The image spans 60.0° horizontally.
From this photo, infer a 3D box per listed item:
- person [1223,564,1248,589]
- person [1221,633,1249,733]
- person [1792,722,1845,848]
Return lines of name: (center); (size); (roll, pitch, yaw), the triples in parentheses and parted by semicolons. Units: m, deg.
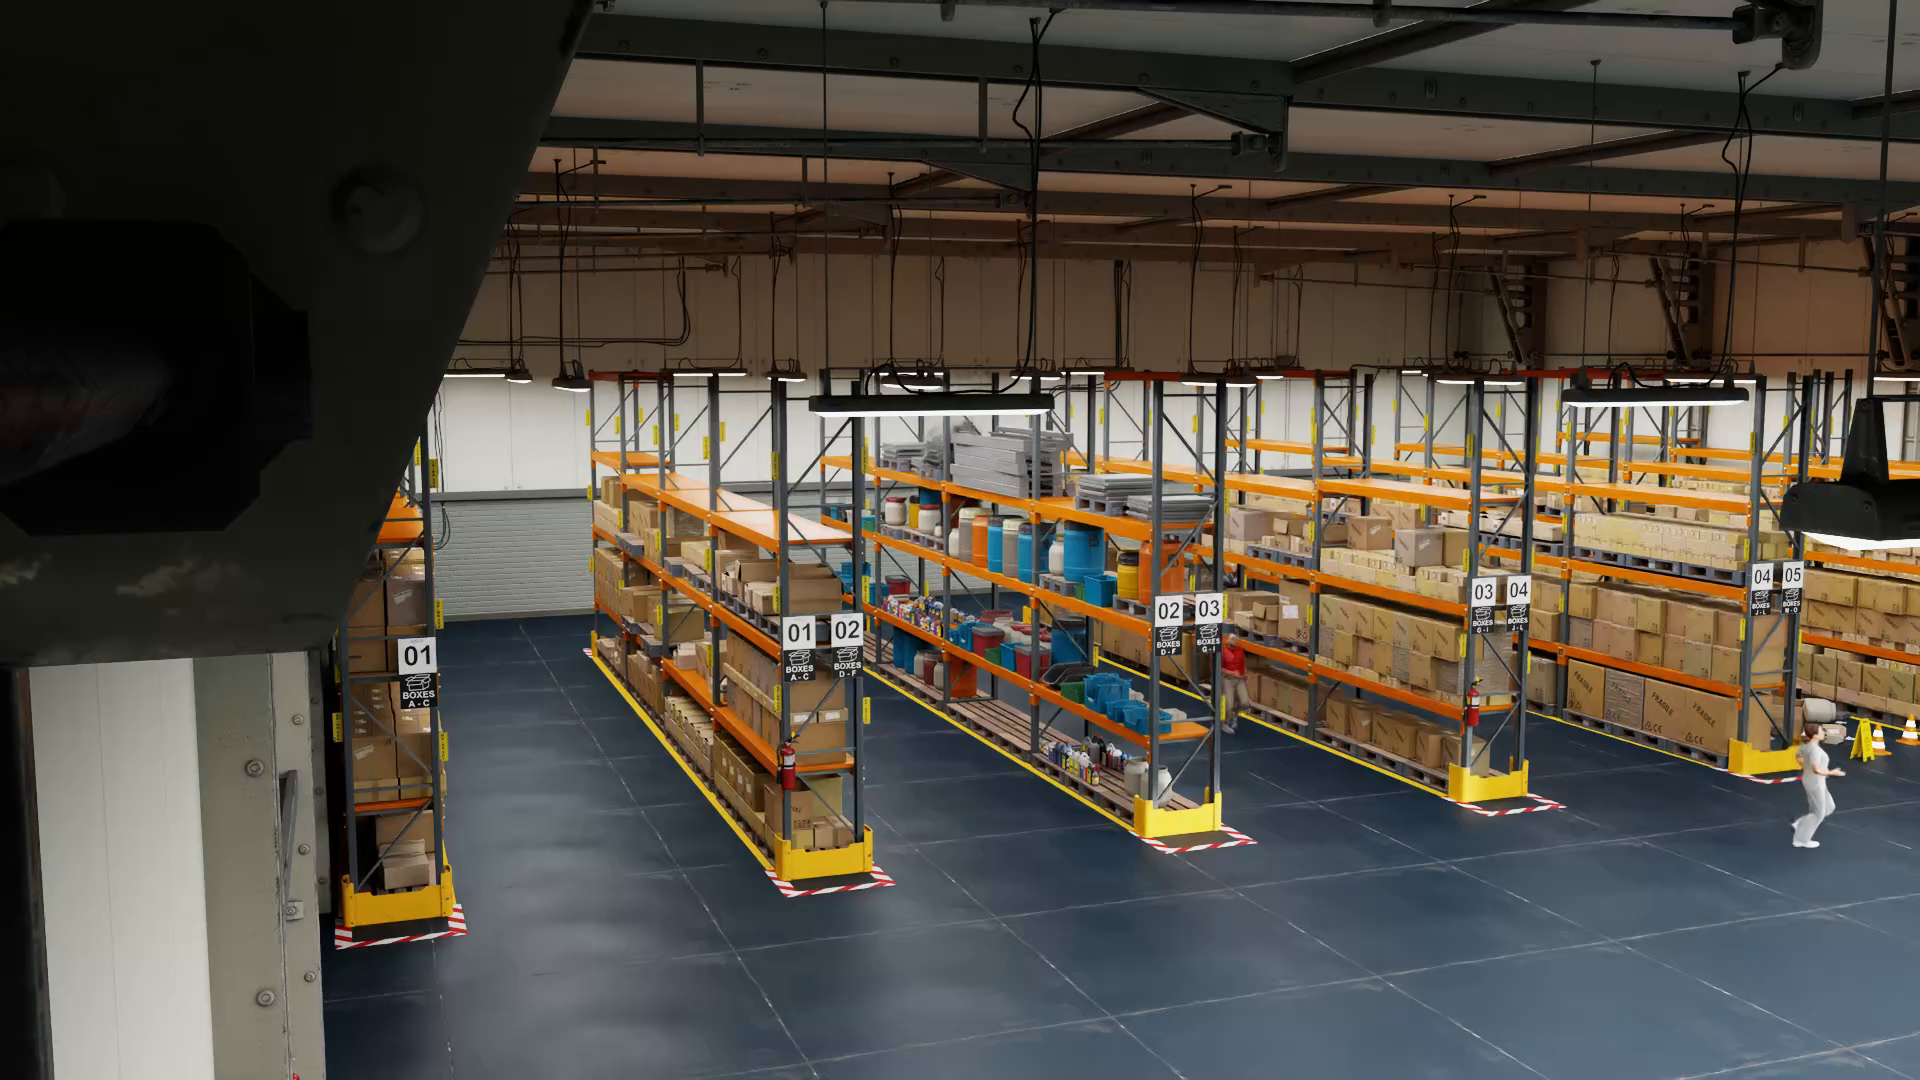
person: (6.117, 1.361, 37.094); (0.668, 1.693, 0.661); (-1, 7, -13)
person: (4.581, 2.392, 27.780); (0.652, 1.687, 0.602); (-2, 7, -21)
person: (11.001, 3.137, 21.297); (0.548, 1.627, 0.554); (2, 7, 17)
